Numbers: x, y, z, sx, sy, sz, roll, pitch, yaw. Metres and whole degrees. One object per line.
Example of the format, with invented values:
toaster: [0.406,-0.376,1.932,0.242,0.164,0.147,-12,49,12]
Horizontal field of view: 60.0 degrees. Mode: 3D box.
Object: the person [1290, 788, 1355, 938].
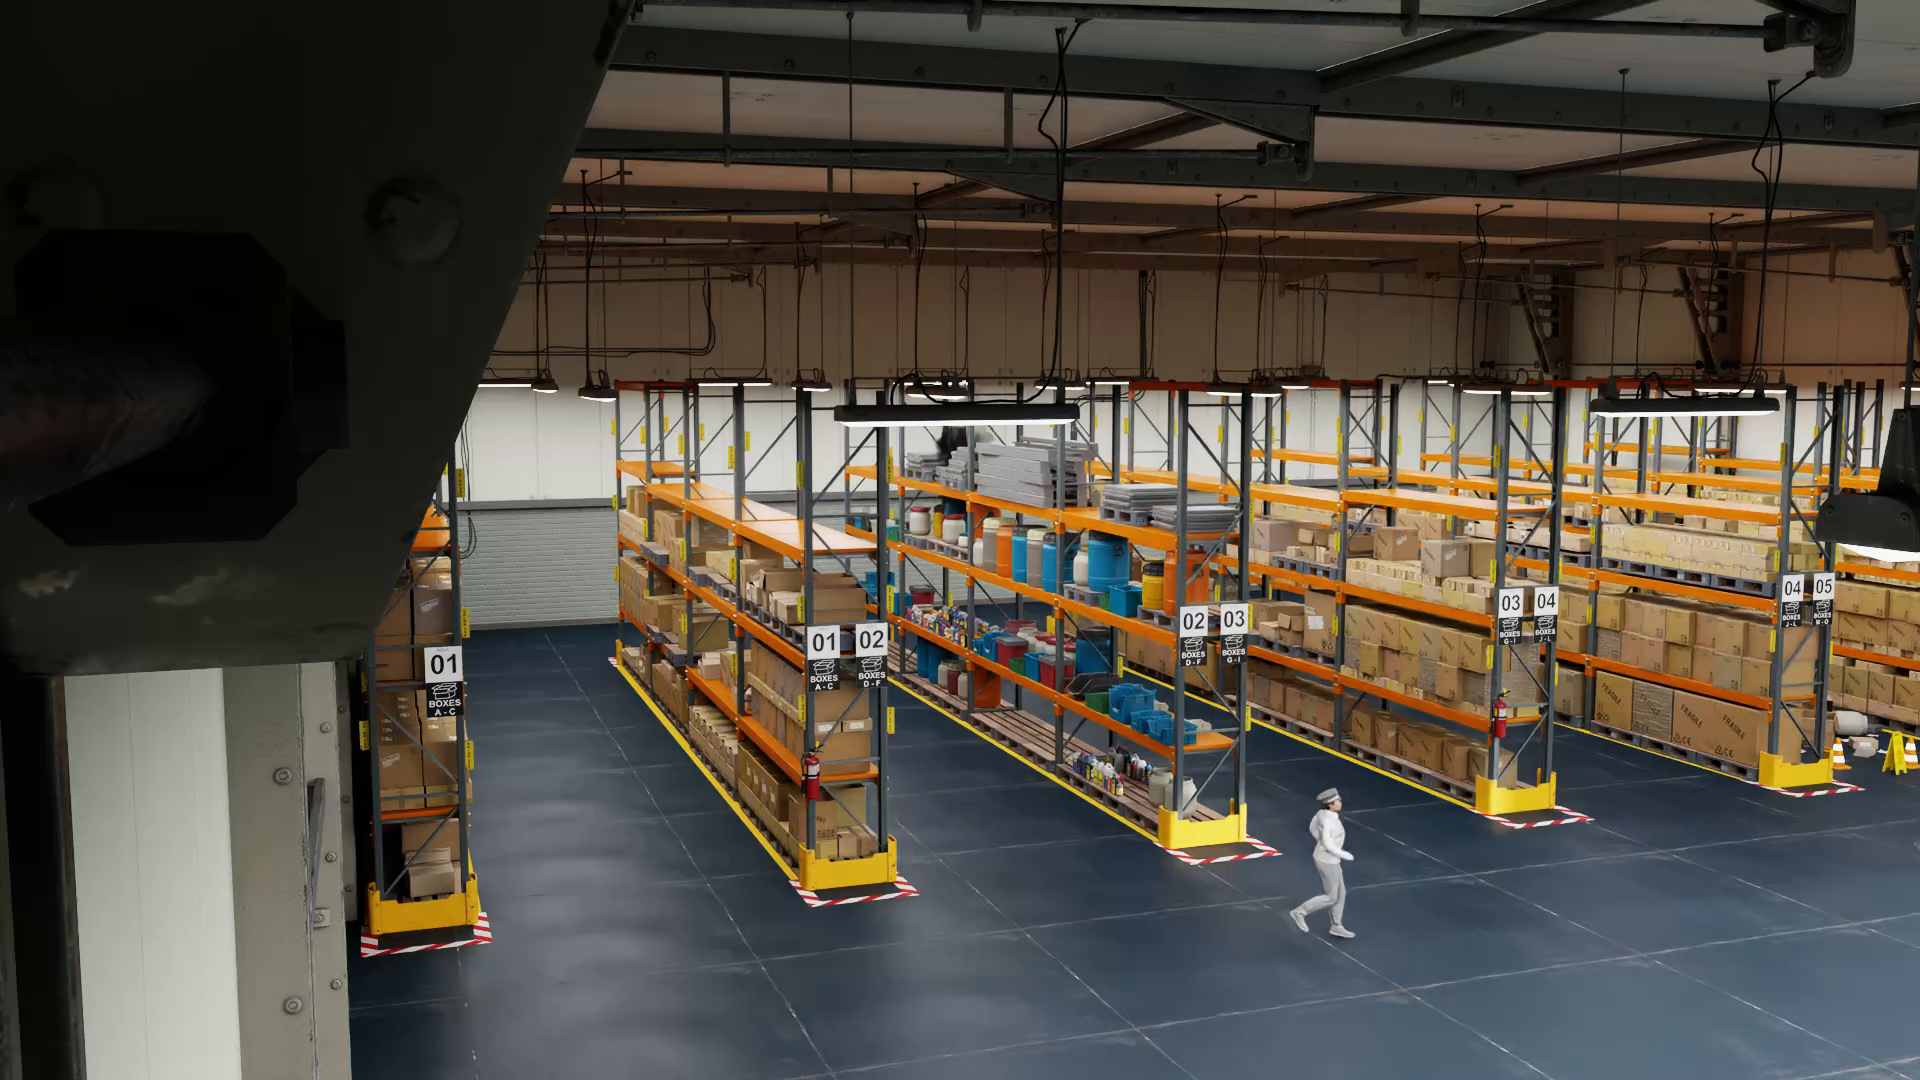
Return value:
person: [4.026,3.566,18.387,0.722,1.691,0.644,0,6,4]
